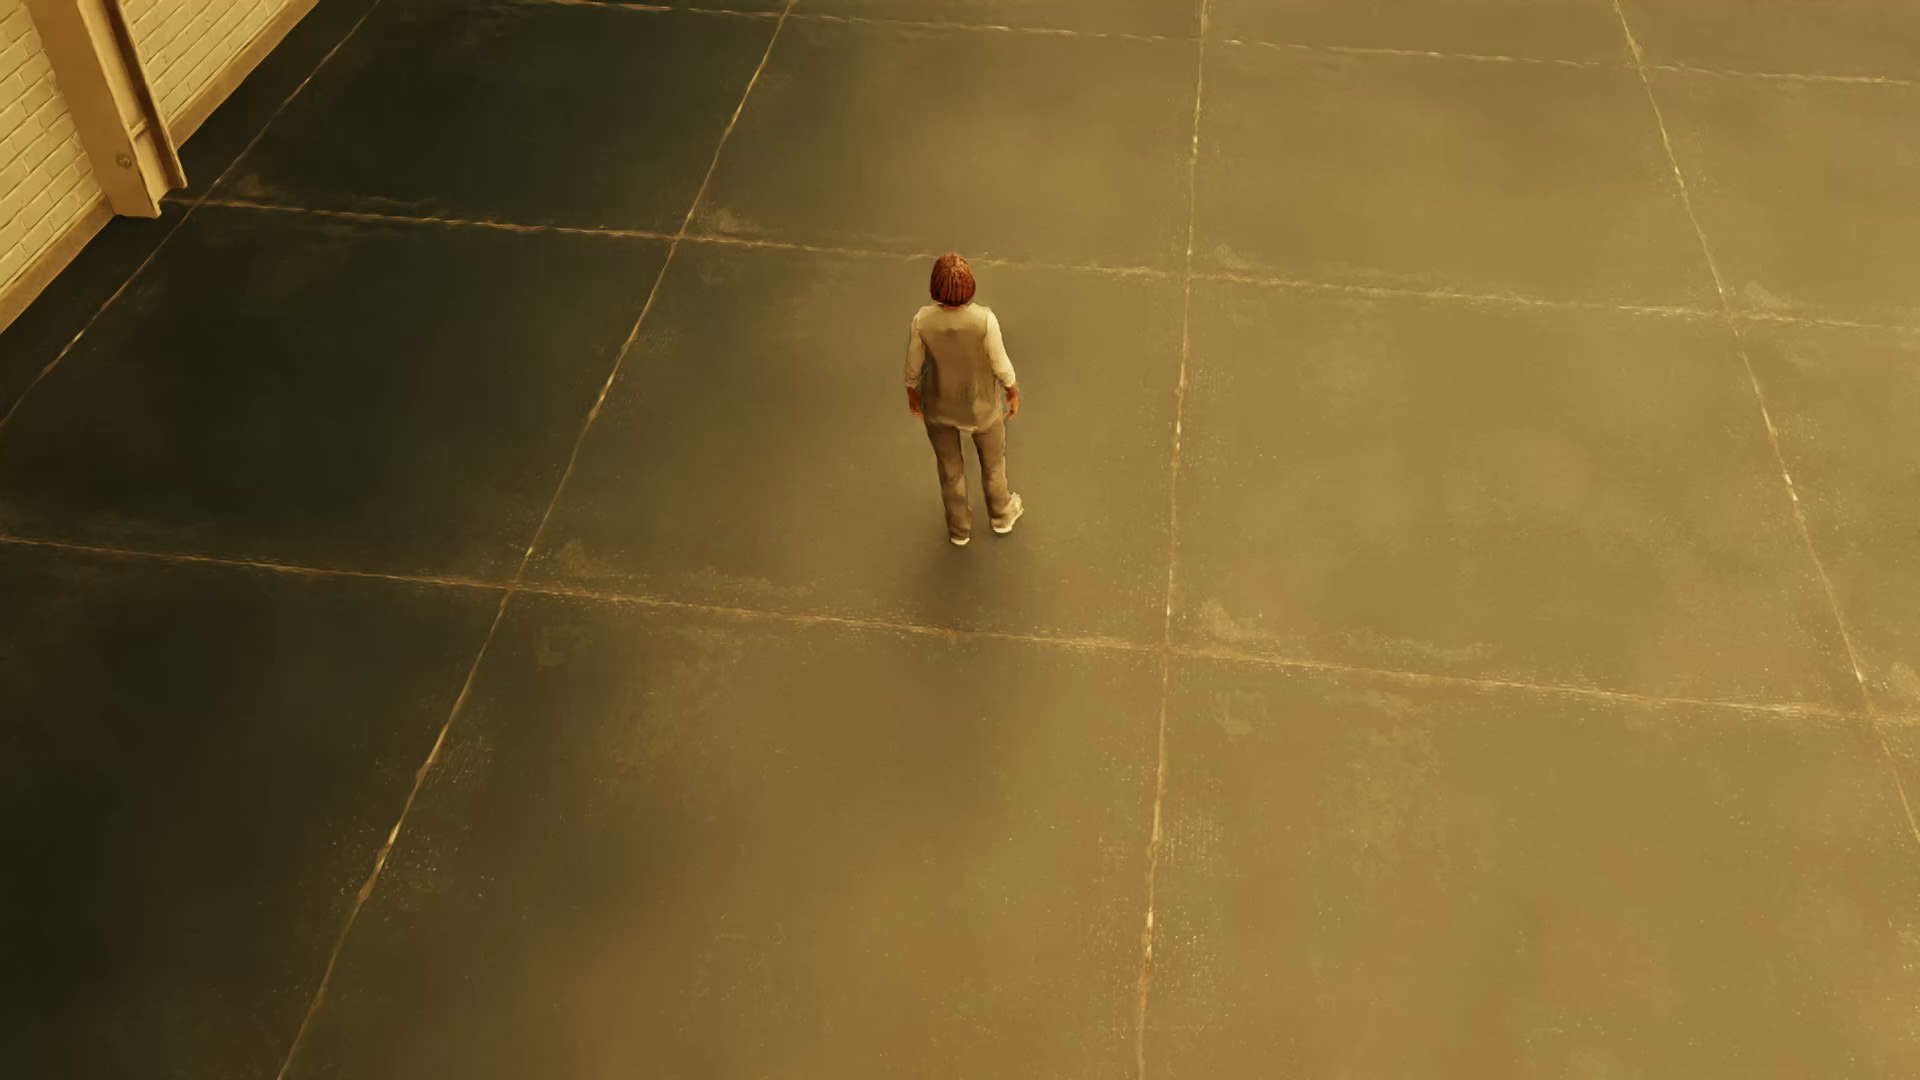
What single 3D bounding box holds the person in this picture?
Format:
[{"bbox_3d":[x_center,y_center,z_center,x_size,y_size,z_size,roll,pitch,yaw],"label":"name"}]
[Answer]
[{"bbox_3d":[0.023,-0.642,7.399,0.521,1.597,0.474,5,43,6],"label":"person"}]
